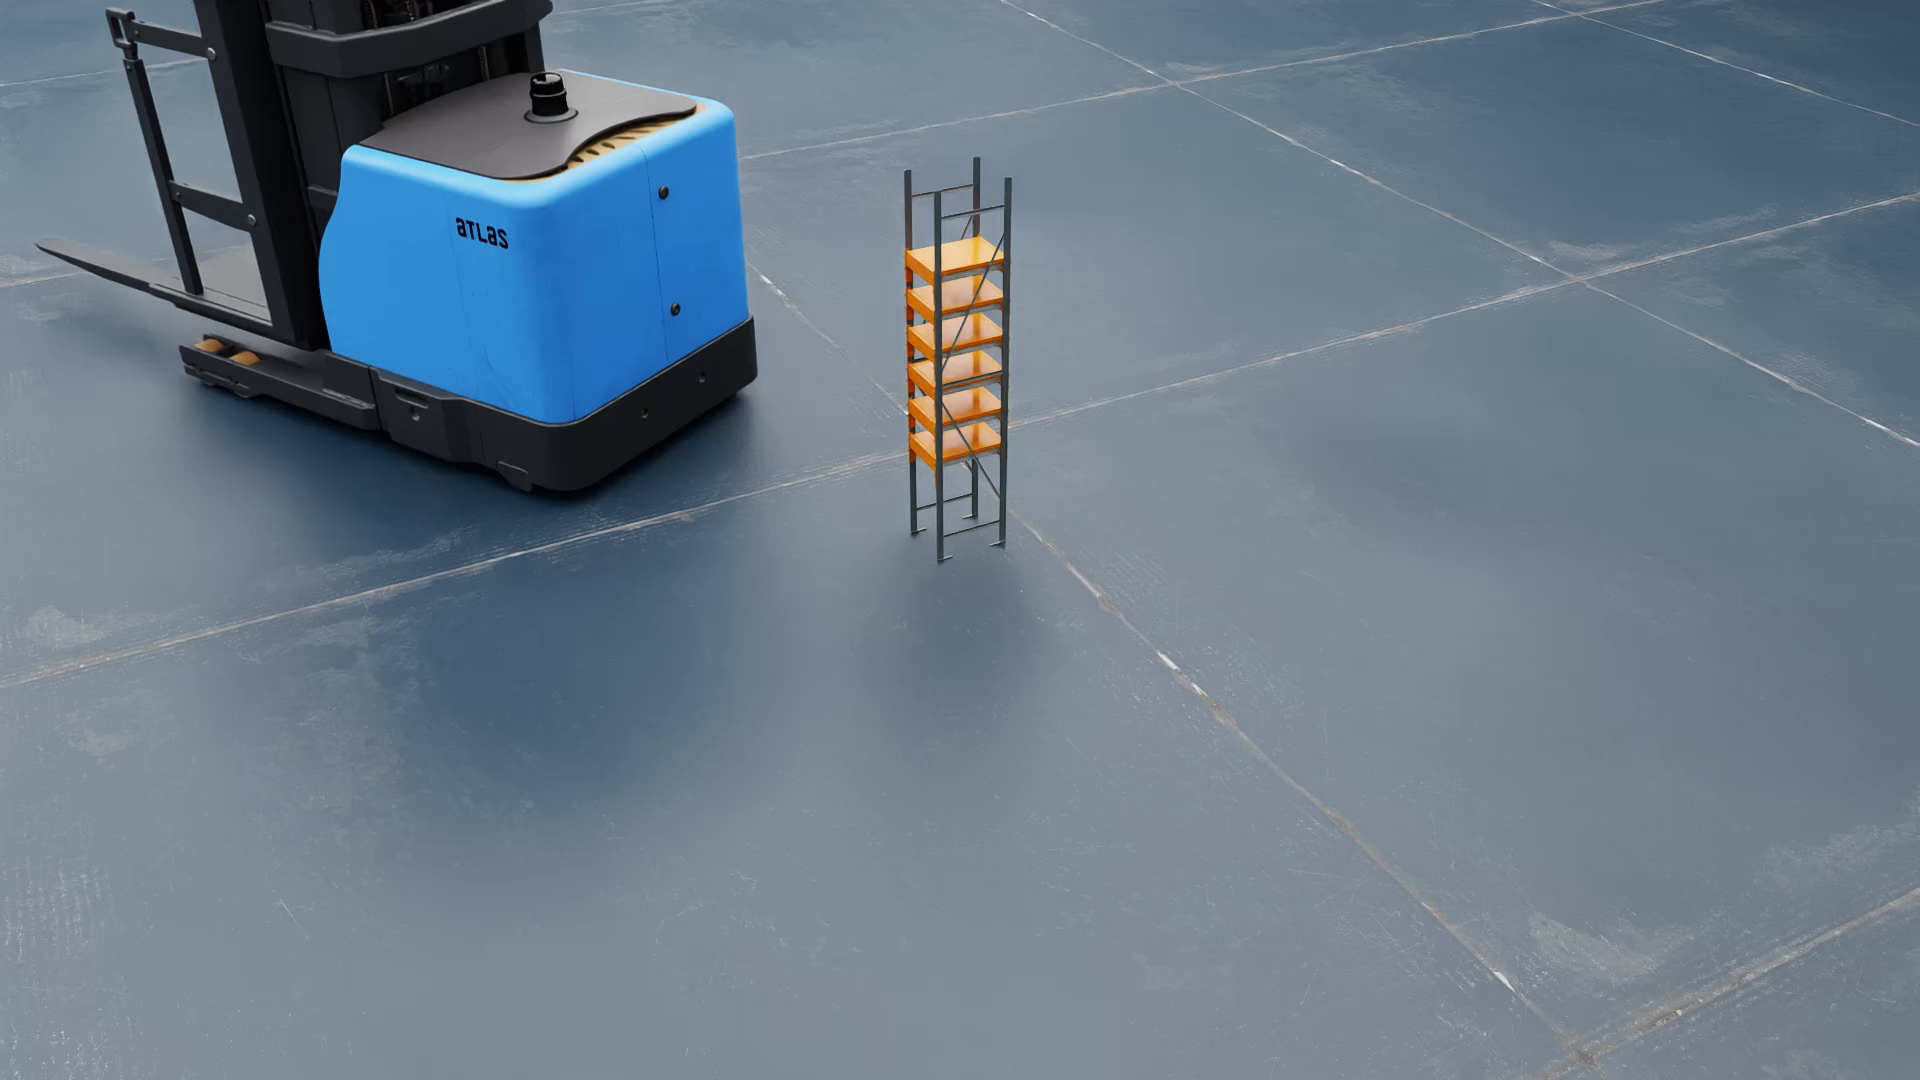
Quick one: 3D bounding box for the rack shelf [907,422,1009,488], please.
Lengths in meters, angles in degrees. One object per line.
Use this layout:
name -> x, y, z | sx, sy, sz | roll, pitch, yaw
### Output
rack shelf -> -0.007, -0.273, 5.091 | 0.258, 0.103, 0.180 | -16, 36, -23

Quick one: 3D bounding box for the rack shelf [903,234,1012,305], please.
rack shelf -> -0.007, -0.778, 4.767 | 0.258, 0.103, 0.180 | -16, 36, -23

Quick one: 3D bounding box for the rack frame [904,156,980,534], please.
rack frame -> -0.049, -0.556, 5.005 | 0.240, 1.200, 0.006 | -16, 36, -23

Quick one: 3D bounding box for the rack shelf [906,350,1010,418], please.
rack shelf -> -0.007, -0.475, 4.961 | 0.258, 0.103, 0.180 | -16, 36, -23

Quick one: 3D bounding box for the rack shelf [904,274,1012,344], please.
rack shelf -> -0.007, -0.677, 4.832 | 0.258, 0.103, 0.180 | -16, 36, -23

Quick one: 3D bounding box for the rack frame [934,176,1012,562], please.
rack frame -> 0.036, -0.468, 4.869 | 0.240, 1.200, 0.006 | -16, 36, -23

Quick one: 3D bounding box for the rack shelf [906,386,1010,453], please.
rack shelf -> -0.007, -0.374, 5.026 | 0.258, 0.103, 0.180 | -16, 36, -23

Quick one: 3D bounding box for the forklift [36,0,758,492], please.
forklift -> -2.264, -1.975, 5.615 | 3.031, 2.935, 1.130 | 18, 37, 26

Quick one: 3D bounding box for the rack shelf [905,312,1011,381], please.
rack shelf -> -0.007, -0.576, 4.896 | 0.258, 0.103, 0.180 | -16, 36, -23

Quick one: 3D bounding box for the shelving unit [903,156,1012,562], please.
shelving unit -> -0.007, -0.512, 4.937 | 0.258, 1.200, 0.189 | -16, 36, -23
